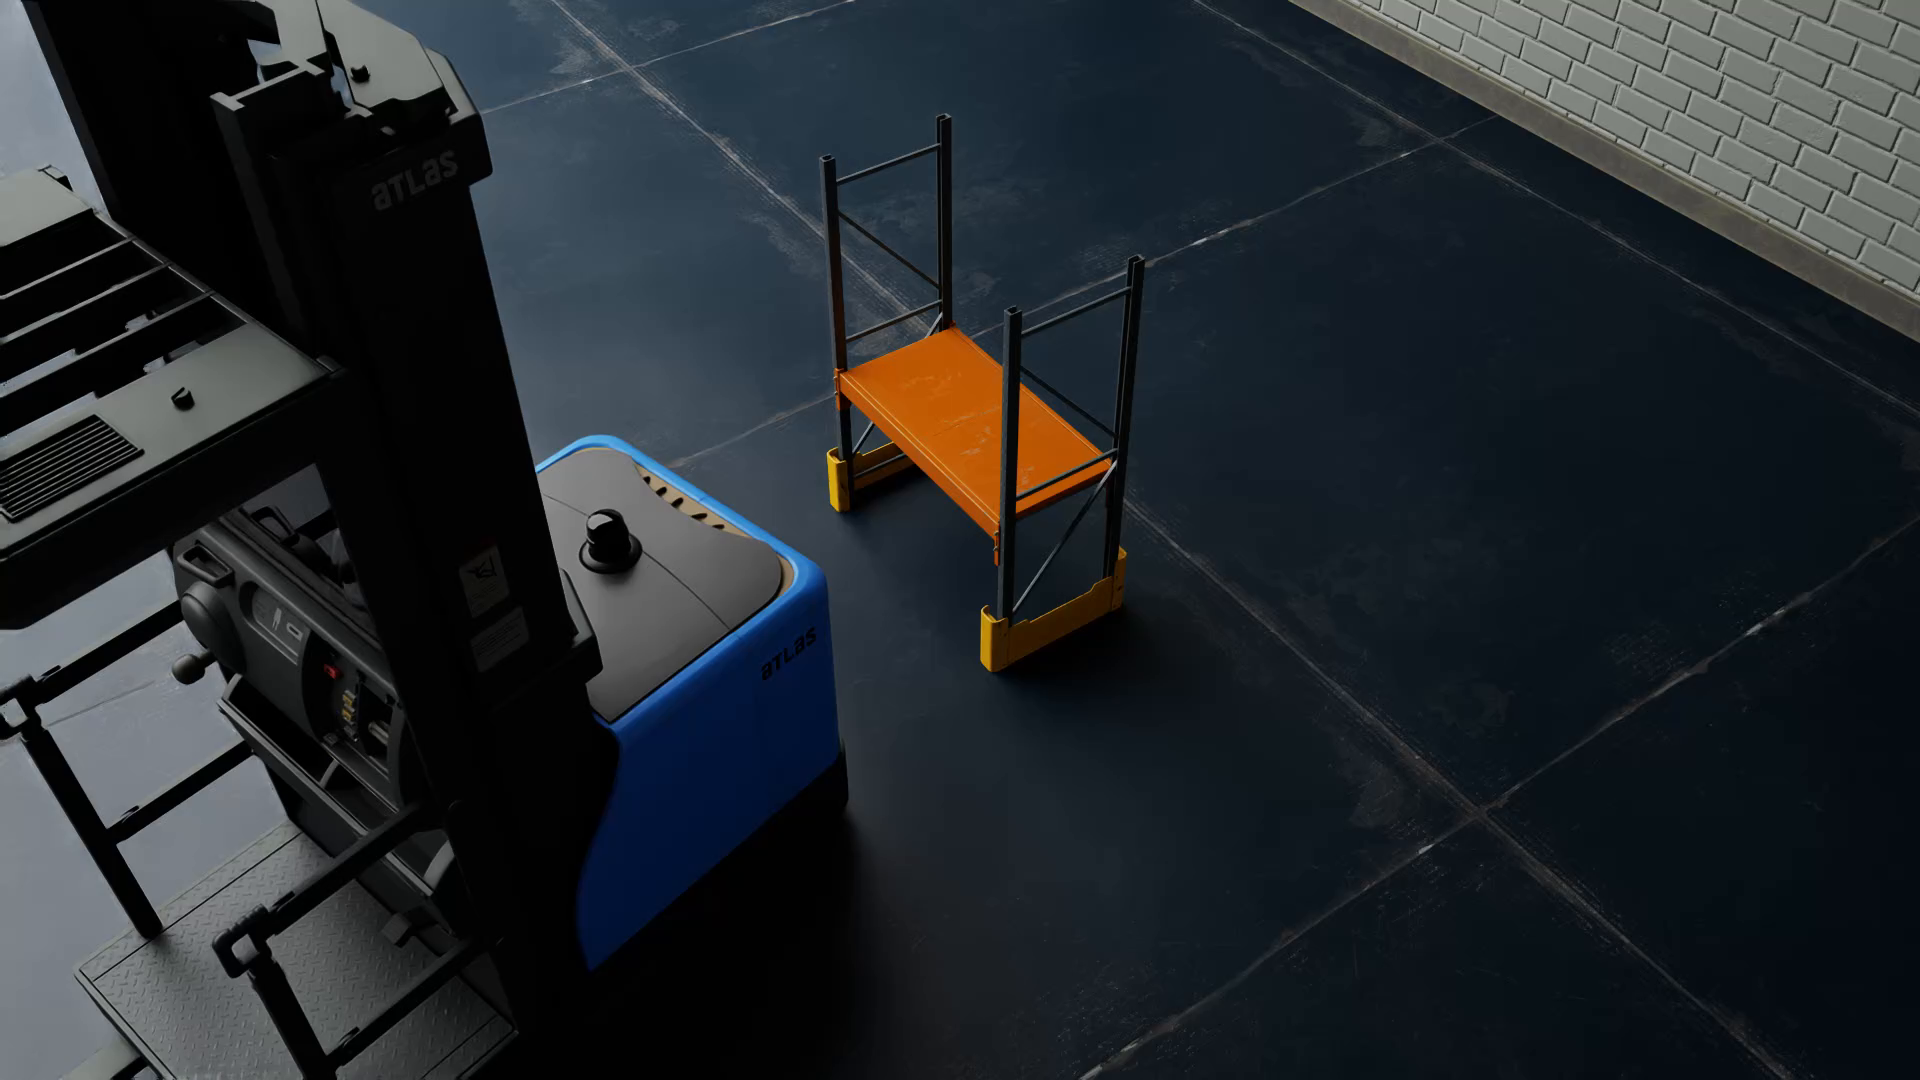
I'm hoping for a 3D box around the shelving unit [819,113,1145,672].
[{"bbox_3d":[0.044,-0.499,5.687,0.587,1.500,1.083,-26,49,-24],"label":"shelving unit"}]

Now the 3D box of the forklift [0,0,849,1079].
[{"bbox_3d":[-1.697,0.358,3.752,1.130,2.935,3.031,31,52,28],"label":"forklift"}]

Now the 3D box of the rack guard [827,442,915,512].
[{"bbox_3d":[-0.241,-0.329,6.414,0.587,0.250,0.087,-26,49,-24],"label":"rack guard"}]

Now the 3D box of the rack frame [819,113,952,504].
[{"bbox_3d":[-0.242,-0.782,5.983,0.500,1.500,0.032,-26,49,-24],"label":"rack frame"}]

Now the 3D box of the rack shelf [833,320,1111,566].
[{"bbox_3d":[0.049,-0.364,5.806,0.538,0.185,1.000,-26,49,-24],"label":"rack shelf"}]

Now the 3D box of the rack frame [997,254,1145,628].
[{"bbox_3d":[0.340,-0.206,5.380,0.500,1.500,0.032,-26,49,-24],"label":"rack frame"}]

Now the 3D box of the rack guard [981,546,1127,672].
[{"bbox_3d":[0.329,0.235,5.823,0.587,0.250,0.087,-26,49,-24],"label":"rack guard"}]
